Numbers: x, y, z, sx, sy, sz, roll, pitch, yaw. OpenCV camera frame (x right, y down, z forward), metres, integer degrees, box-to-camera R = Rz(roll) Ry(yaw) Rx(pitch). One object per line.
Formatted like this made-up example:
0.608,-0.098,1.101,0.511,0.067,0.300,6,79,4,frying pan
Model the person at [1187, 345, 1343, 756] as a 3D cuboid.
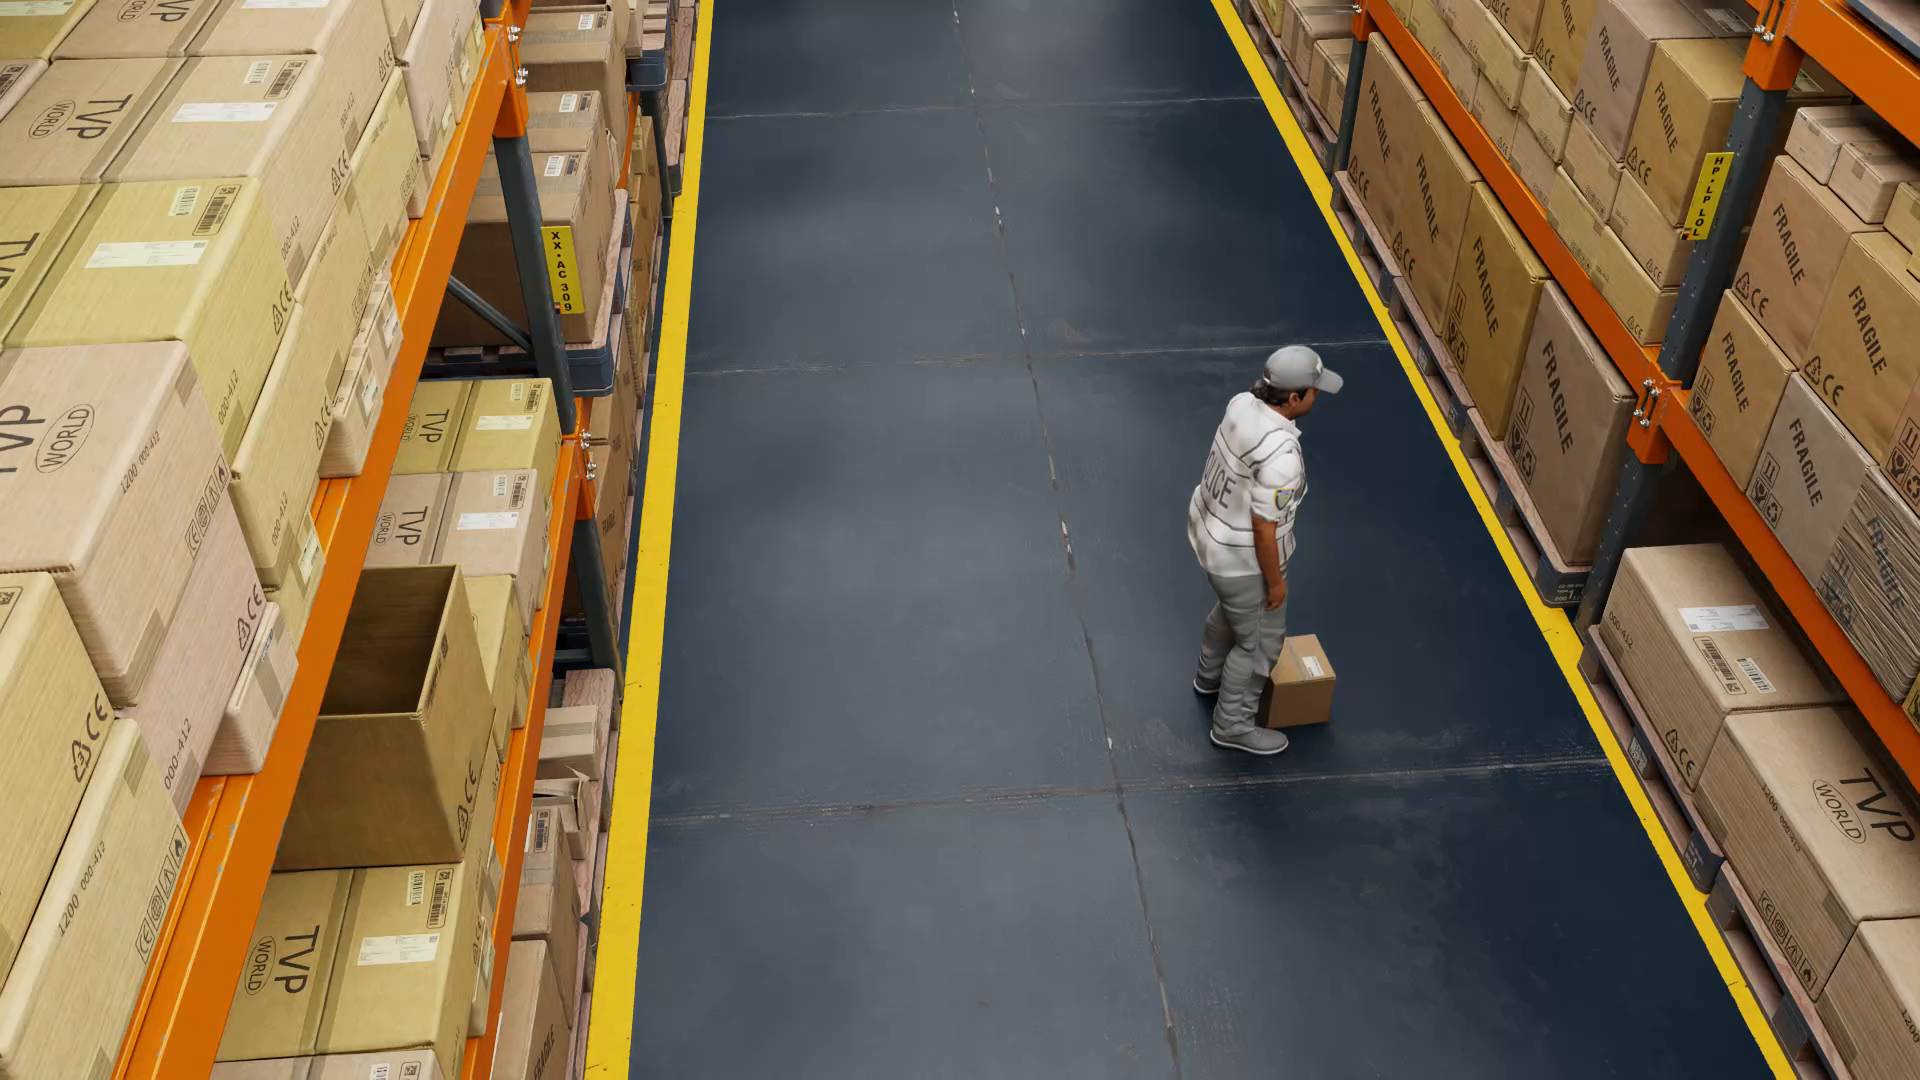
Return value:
1.089,0.029,6.115,0.467,1.665,0.555,-5,40,-6,person
